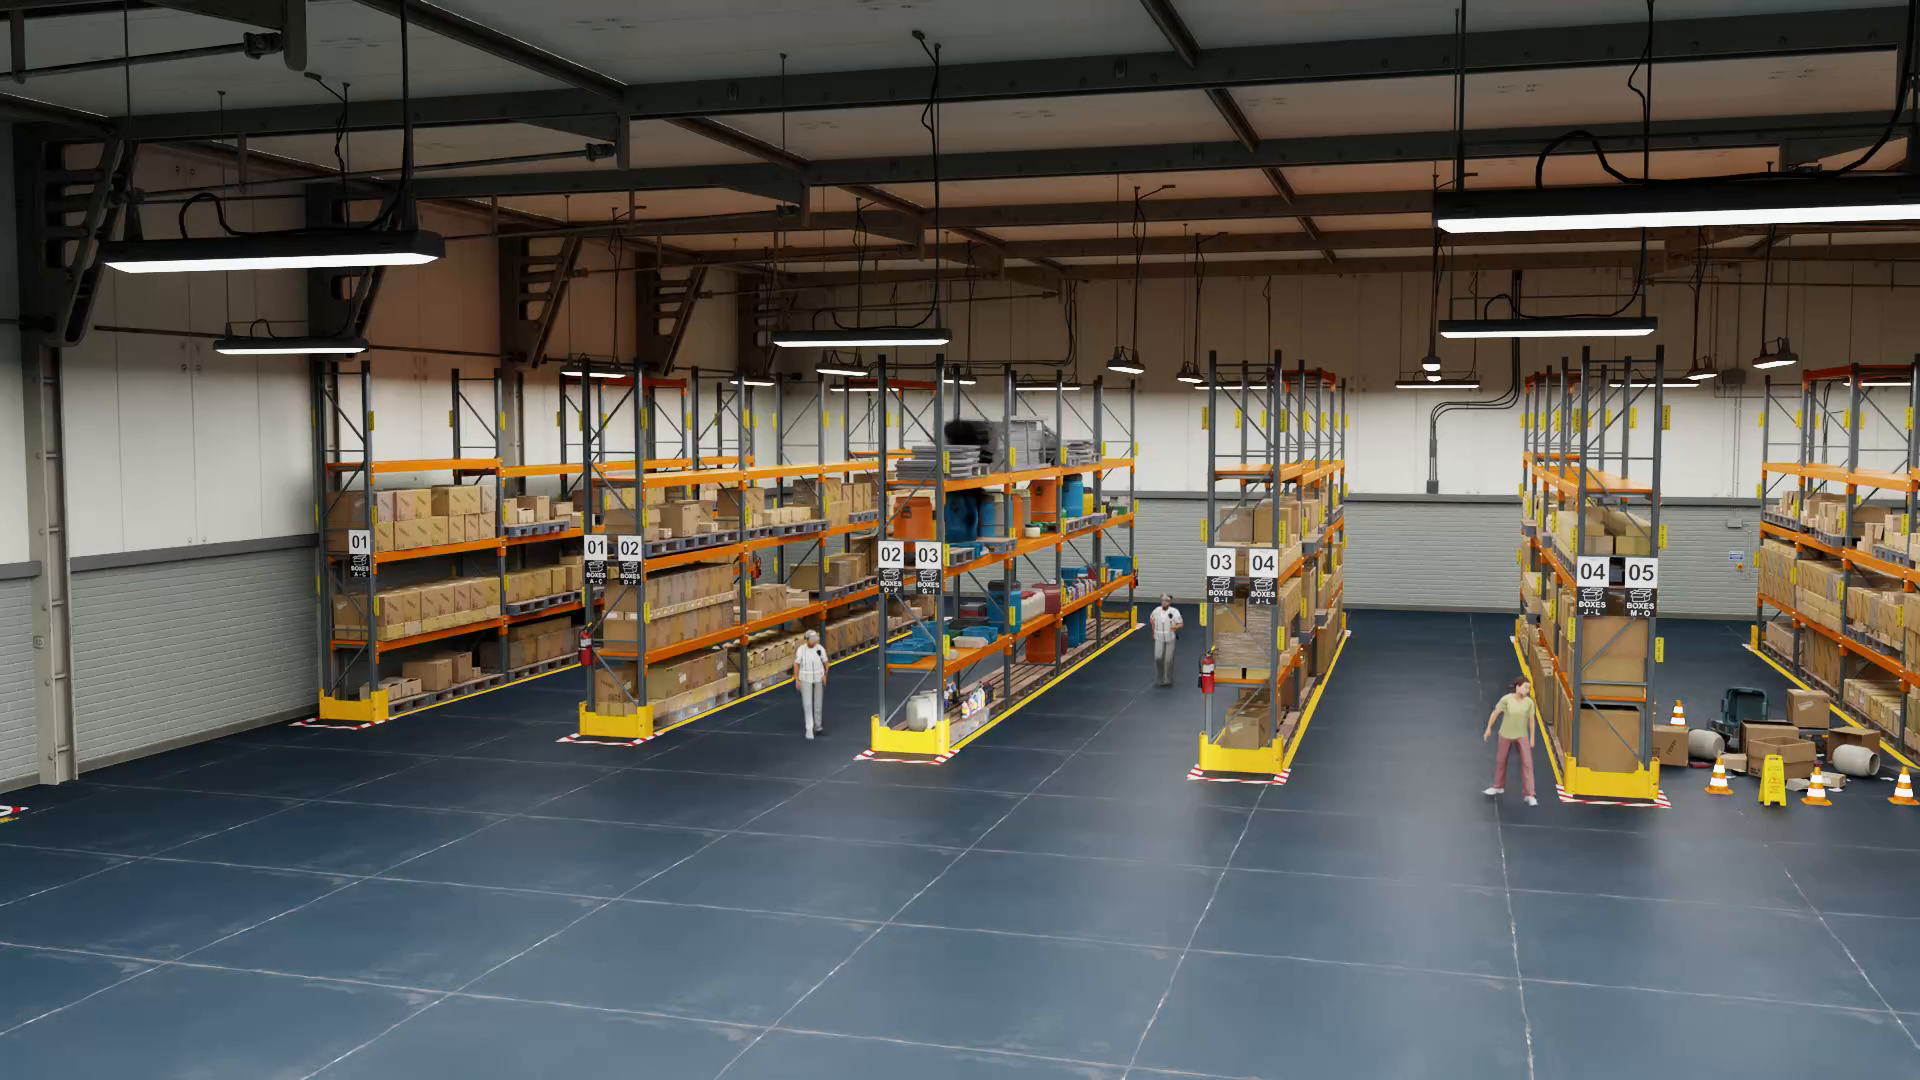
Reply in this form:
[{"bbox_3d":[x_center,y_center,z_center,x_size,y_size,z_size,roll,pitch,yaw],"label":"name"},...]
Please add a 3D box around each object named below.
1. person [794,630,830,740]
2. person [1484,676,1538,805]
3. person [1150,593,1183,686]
[{"bbox_3d":[-2.347,2.275,26.397,0.557,1.717,0.656,-1,4,-15],"label":"person"},{"bbox_3d":[7.234,2.605,21.890,0.662,1.632,0.767,1,4,11],"label":"person"},{"bbox_3d":[3.874,1.891,31.404,0.659,1.780,0.699,1,4,16],"label":"person"}]
